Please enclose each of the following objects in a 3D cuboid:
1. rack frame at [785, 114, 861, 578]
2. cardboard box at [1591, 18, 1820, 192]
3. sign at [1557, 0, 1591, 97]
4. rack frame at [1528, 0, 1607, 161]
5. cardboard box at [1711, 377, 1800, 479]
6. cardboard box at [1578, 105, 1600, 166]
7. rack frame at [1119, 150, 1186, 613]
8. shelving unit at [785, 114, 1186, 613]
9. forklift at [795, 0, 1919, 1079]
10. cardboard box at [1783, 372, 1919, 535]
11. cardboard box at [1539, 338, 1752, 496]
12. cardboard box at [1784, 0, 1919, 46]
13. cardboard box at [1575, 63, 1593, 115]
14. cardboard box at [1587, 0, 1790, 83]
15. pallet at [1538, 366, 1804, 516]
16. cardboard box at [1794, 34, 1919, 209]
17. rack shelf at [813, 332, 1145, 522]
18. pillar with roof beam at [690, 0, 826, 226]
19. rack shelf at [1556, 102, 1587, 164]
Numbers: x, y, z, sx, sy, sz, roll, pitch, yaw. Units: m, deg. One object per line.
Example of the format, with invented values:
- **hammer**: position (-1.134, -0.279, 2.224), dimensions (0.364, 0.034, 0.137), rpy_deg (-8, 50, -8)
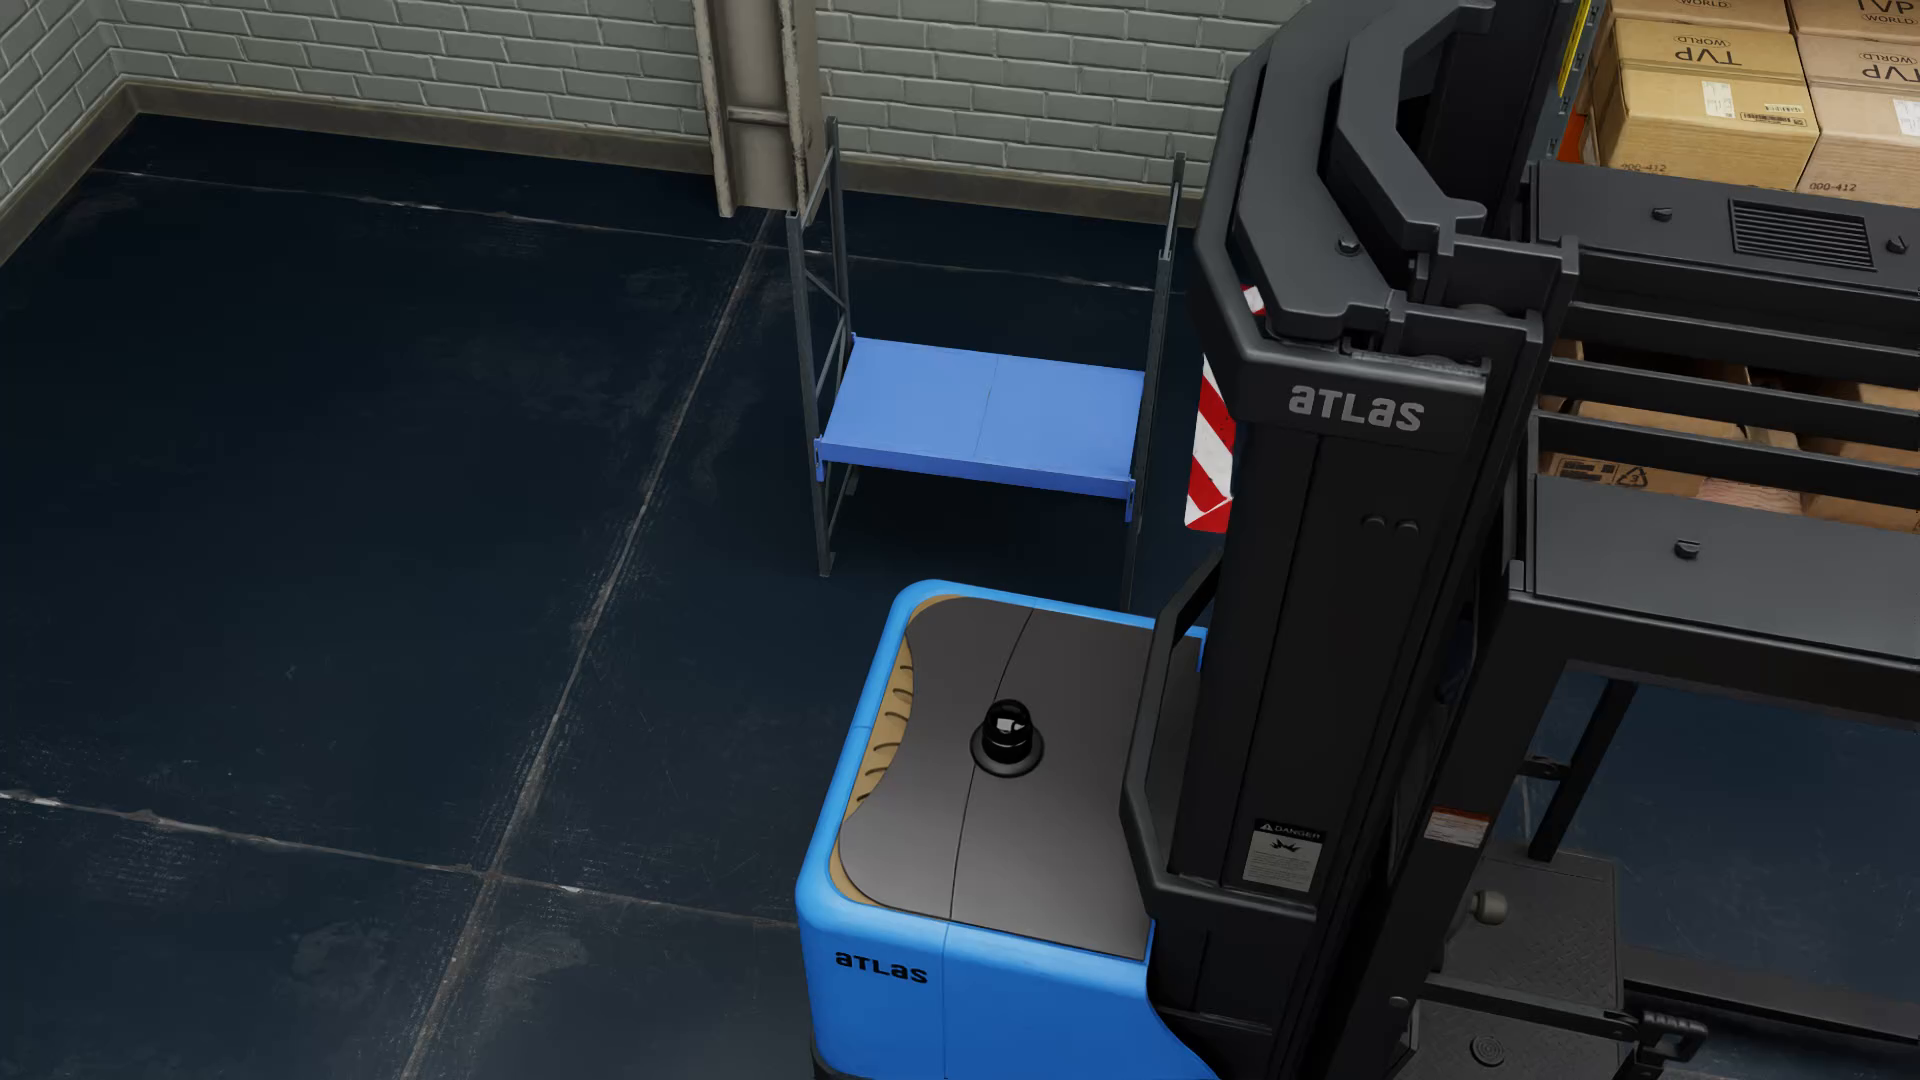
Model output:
- **rack frame**: position (-0.416, -0.557, 5.242), dimensions (0.032, 1.500, 0.500), rpy_deg (8, 49, 7)
- **cardboard box**: position (2.102, -1.222, 4.732), dimensions (0.500, 0.250, 0.500), rpy_deg (8, 49, 7)
- **sign**: position (1.607, -1.322, 4.339), dimensions (0.005, 0.325, 0.100), rpy_deg (8, 49, 7)
- **rack frame**: position (1.704, -1.430, 5.018), dimensions (0.127, 3.000, 1.000), rpy_deg (8, 49, 7)
- **cardboard box**: position (2.700, -0.383, 5.711), dimensions (0.250, 0.149, 0.380), rpy_deg (6, 48, 5)
- **cardboard box**: position (1.978, -1.102, 4.892), dimensions (0.250, 0.149, 0.380), rpy_deg (7, 48, 7)
- **rack frame**: position (0.584, -0.423, 5.122), dimensions (0.032, 1.500, 0.500), rpy_deg (8, 49, 7)
- **shelving unit**: position (0.084, -0.490, 5.182), dimensions (1.048, 1.500, 0.538), rpy_deg (8, 49, 7)
- **forklift**: position (1.195, 0.428, 3.395), dimensions (3.031, 2.935, 1.130), rpy_deg (10, 49, 9)
- **cardboard box**: position (3.123, -0.443, 5.530), dimensions (0.500, 0.500, 0.700), rpy_deg (9, 49, 8)
- **cardboard box**: position (2.289, -0.586, 5.656), dimensions (0.637, 0.503, 0.797), rpy_deg (6, 48, 5)
- **cardboard box**: position (2.711, -1.544, 5.021), dimensions (0.500, 0.250, 0.500), rpy_deg (8, 49, 7)
- **cardboard box**: position (2.077, -1.499, 5.249), dimensions (0.250, 0.149, 0.380), rpy_deg (7, 48, 6)
- **cardboard box**: position (2.203, -1.613, 5.083), dimensions (0.500, 0.250, 0.500), rpy_deg (9, 49, 8)
- **pallet**: position (2.563, -0.383, 5.953), dimensions (1.213, 0.211, 1.003), rpy_deg (8, 49, 7)
- **cardboard box**: position (2.598, -1.156, 4.673), dimensions (0.500, 0.250, 0.500), rpy_deg (8, 49, 7)
- **rack shelf**: position (0.084, -0.370, 5.316), dimensions (1.000, 0.185, 0.538), rpy_deg (8, 49, 7)
- **pillar with roof beam**: position (-1.555, -1.300, 0.869), dimensions (0.400, 9.000, 9.100), rpy_deg (8, 49, 7)
- **rack shelf**: position (3.672, -0.925, 5.048), dimensions (4.000, 0.370, 1.077), rpy_deg (8, 49, 7)
